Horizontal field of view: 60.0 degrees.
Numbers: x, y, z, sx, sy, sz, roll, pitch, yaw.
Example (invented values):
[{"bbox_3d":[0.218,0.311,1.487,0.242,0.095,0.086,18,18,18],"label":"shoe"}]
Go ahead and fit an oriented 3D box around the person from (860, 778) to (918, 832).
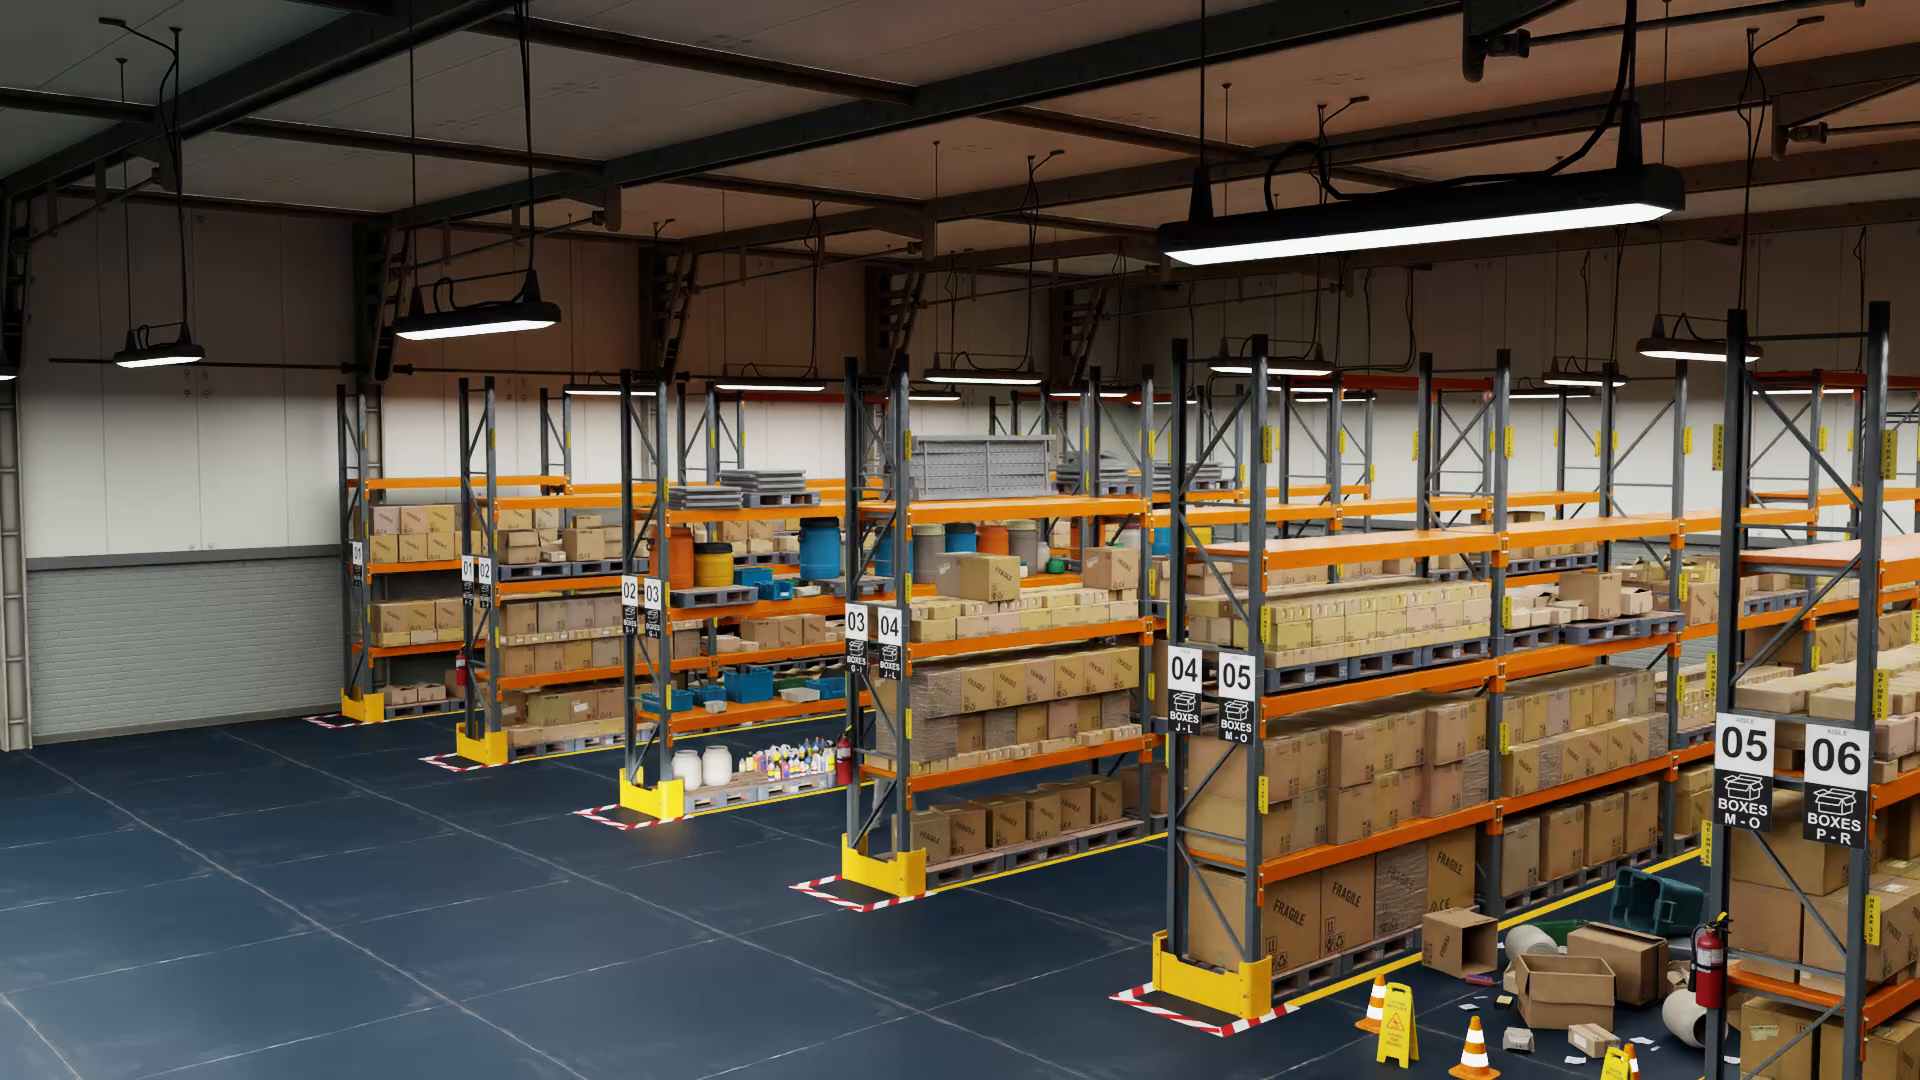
[{"bbox_3d":[-0.916,2.867,21.527,0.866,1.753,0.601,-3,5,-40],"label":"person"}]
